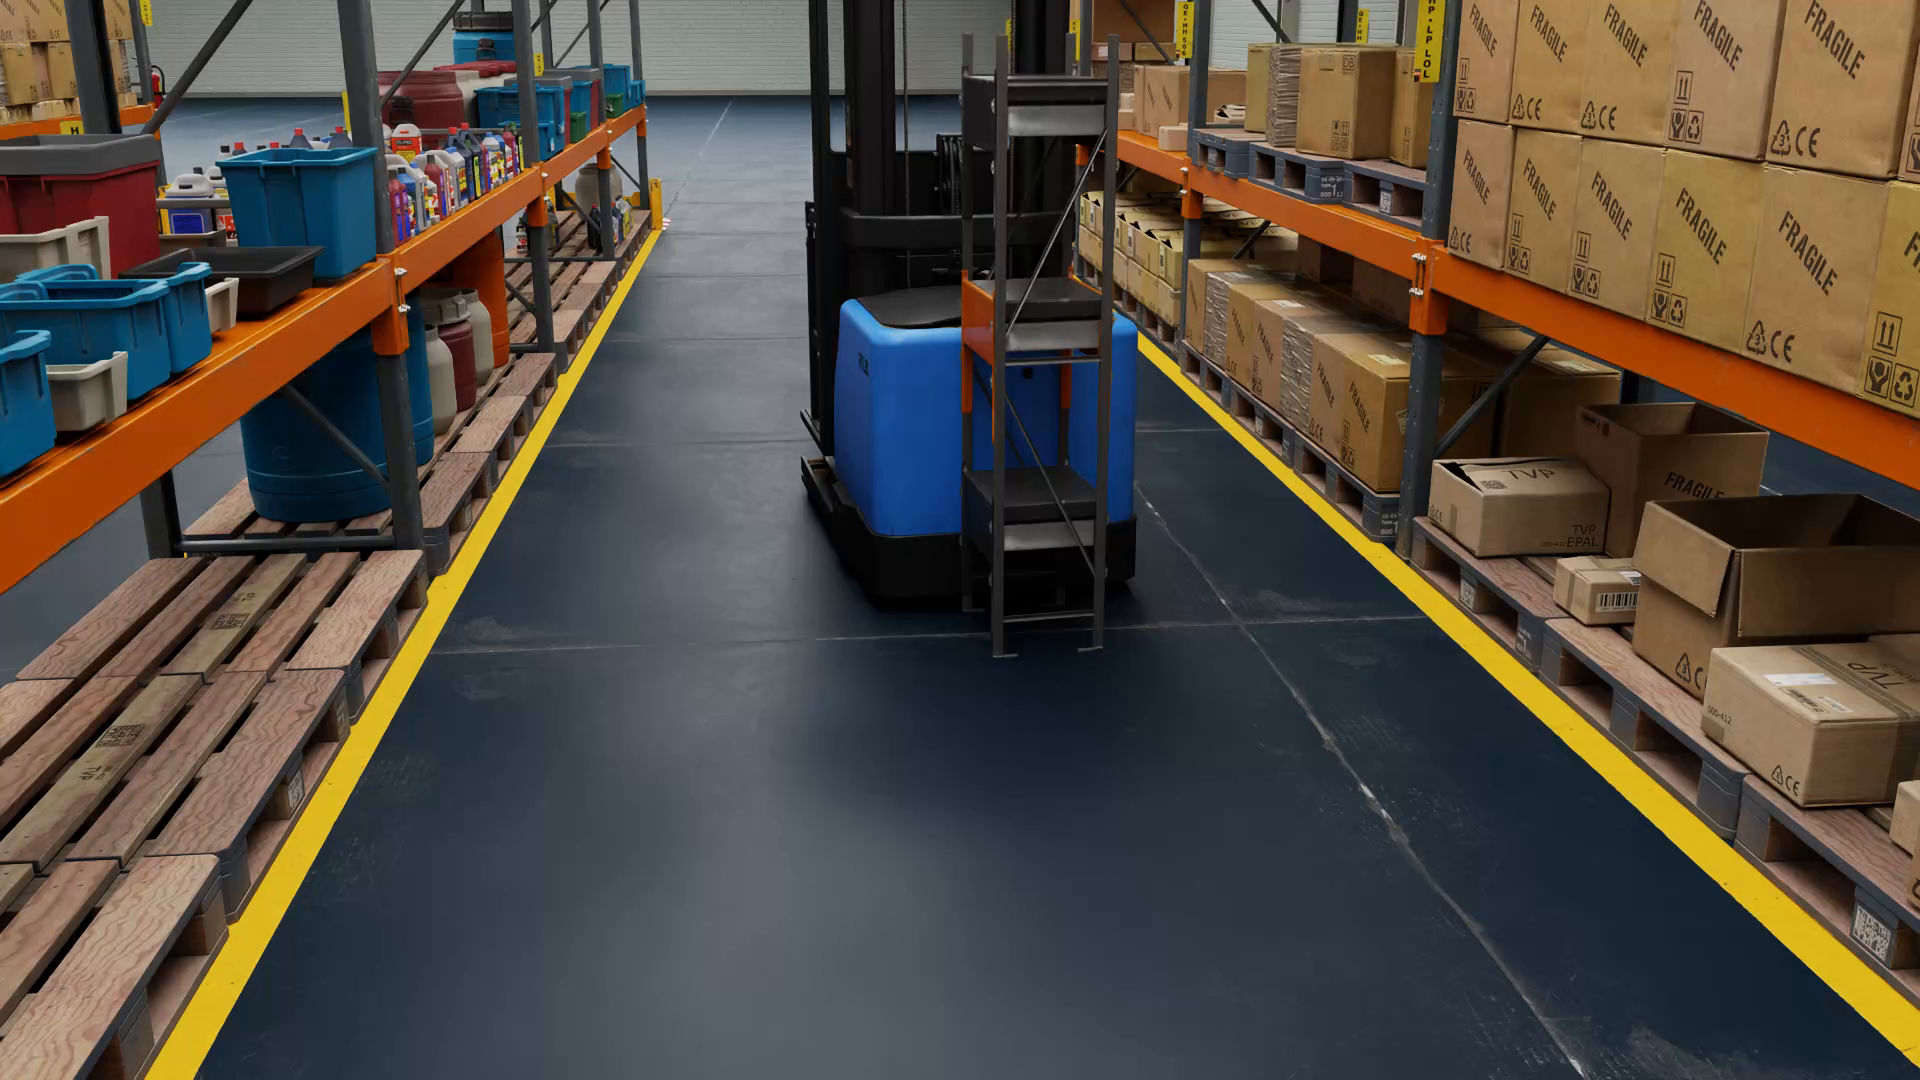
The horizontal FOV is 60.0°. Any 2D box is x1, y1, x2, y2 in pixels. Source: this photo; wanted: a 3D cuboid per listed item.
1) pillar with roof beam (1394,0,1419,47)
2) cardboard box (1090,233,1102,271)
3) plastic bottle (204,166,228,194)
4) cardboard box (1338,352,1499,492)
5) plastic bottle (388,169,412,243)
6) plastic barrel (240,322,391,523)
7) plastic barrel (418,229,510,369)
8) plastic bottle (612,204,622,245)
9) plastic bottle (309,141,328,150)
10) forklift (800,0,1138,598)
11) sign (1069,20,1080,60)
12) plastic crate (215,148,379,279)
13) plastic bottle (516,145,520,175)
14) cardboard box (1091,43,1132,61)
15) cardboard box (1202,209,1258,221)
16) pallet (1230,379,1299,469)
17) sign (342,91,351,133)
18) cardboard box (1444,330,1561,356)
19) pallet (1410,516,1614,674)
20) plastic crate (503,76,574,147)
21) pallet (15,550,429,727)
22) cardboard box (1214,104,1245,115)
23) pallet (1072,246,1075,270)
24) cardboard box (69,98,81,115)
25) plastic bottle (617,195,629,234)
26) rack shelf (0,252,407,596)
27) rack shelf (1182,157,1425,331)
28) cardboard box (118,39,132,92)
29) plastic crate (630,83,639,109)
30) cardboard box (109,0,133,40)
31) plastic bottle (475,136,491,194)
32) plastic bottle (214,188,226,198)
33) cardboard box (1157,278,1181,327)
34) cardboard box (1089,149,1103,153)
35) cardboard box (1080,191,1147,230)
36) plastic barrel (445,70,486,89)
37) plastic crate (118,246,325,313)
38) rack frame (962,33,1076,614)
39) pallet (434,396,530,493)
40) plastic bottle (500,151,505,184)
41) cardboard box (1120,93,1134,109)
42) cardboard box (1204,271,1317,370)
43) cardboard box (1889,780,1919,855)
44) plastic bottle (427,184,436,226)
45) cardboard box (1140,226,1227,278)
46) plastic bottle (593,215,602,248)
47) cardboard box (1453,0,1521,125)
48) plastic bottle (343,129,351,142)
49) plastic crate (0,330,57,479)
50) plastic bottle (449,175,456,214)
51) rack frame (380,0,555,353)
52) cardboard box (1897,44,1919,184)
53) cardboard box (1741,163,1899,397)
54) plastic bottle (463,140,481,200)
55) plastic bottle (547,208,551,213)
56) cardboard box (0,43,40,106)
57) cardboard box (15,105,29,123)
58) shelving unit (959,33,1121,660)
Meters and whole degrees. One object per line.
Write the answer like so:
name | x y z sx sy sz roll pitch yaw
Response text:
pillar with roof beam | 2.051 -9.433 22.201 9.100 9.000 0.400 -2 18 -6
cardboard box | 1.351 -2.361 13.578 0.500 0.250 0.500 -1 17 -4
plastic bottle | -2.997 -1.374 6.753 0.152 0.276 0.135 -2 18 -6
cardboard box | 1.994 -0.524 7.278 0.500 0.500 0.500 -2 18 -6
plastic bottle | -2.225 -1.324 6.580 0.061 0.283 0.133 -2 18 -6
plastic barrel | -2.637 -0.579 6.815 0.600 0.901 0.708 -2 18 -6
plastic barrel | -2.943 -1.428 9.641 0.600 0.830 0.708 -2 18 -6
plastic bottle | -3.093 -2.800 14.775 0.144 0.351 0.185 -1 17 -4
plastic bottle | -3.144 -1.797 8.102 0.152 0.276 0.135 -2 18 -6
forklift | -0.136 -1.582 7.324 1.130 2.935 3.031 -4 18 -12
sign | 0.953 -4.186 13.924 0.100 0.325 0.005 -2 18 -6
plastic crate | -2.210 -1.109 5.630 0.392 0.384 0.575 -2 18 -6
plastic bottle | -2.550 -2.172 9.418 0.097 0.201 0.097 0 17 0
cardboard box | 1.263 -4.184 14.246 0.380 0.149 0.250 -2 18 -6
cardboard box | 1.989 -2.343 12.586 0.500 0.311 0.500 -2 18 -6
pallet | 2.079 -0.644 8.876 1.003 0.211 1.213 -2 18 -6
sign | -3.557 -2.468 9.756 0.100 0.325 0.005 -2 18 -6
cardboard box | 2.456 -0.696 7.826 0.500 0.500 0.500 -2 17 -5
pallet | 2.400 0.166 6.295 1.003 0.211 1.213 -2 18 -6
plastic crate | -2.872 -2.930 11.396 0.402 0.464 0.583 -2 18 -6
pallet | -2.483 0.331 5.769 1.003 0.211 1.213 -2 18 -6
cardboard box | 2.018 -2.791 11.207 0.500 0.311 0.500 -2 18 -6
pallet | 1.464 -2.660 15.298 1.003 0.211 1.213 -2 18 -6
cardboard box | -8.268 -3.997 15.321 0.380 0.149 0.250 -2 18 -6
plastic bottle | -3.176 -3.038 15.535 0.144 0.351 0.185 -1 17 -3
rack shelf | -2.391 -0.278 4.255 1.077 0.370 4.000 -2 18 -6
rack shelf | 2.123 -1.622 8.535 1.077 0.370 4.000 -2 18 -6
cardboard box | -8.732 -4.664 16.362 0.875 0.500 0.500 -2 18 -6
plastic crate | -3.425 -4.388 16.394 0.499 0.251 0.408 -2 18 -6
cardboard box | -8.459 -5.150 16.239 0.500 0.500 0.500 -2 18 -6
plastic bottle | -2.426 -1.905 8.433 0.061 0.283 0.133 -2 18 -6
plastic bottle | -2.952 -1.305 6.658 0.097 0.201 0.097 0 17 0
cardboard box | 1.620 -1.598 11.150 0.500 0.250 0.500 -1 17 -4
cardboard box | 1.144 -3.428 15.727 0.500 0.500 0.500 -2 18 -6
cardboard box | 1.299 -2.778 13.970 0.500 0.311 0.500 -2 18 -5
plastic barrel | -3.372 -2.887 11.180 0.421 0.512 0.421 0 17 0
plastic crate | -2.215 -0.789 5.042 0.437 0.125 0.590 -2 18 -6
rack frame | 0.205 -0.739 6.024 0.400 2.100 0.015 -4 18 -12
pallet | -2.765 -0.482 8.360 1.003 0.211 1.213 -2 18 -6
plastic bottle | -2.496 -2.016 8.922 0.097 0.201 0.097 0 17 0
cardboard box | 1.599 -3.536 13.681 0.500 0.250 0.500 -1 17 -2
cardboard box | 1.739 -1.278 9.678 0.500 0.500 0.500 -2 18 -8
cardboard box | 2.489 0.687 3.977 0.380 0.166 0.250 -2 18 -6
plastic bottle | -2.299 -1.445 7.105 0.097 0.201 0.097 0 17 0
cardboard box | 1.558 -2.020 11.556 0.500 0.311 0.500 -2 18 -6
plastic bottle | -3.186 -2.715 14.617 0.061 0.283 0.133 -2 18 -6
cardboard box | 2.098 -1.745 5.890 0.500 0.500 0.500 -1 17 -4
plastic bottle | -3.271 -2.035 8.846 0.061 0.283 0.133 -2 18 -6
plastic crate | -1.951 -0.254 3.157 0.416 0.233 0.300 -2 18 -6
plastic bottle | -2.347 -1.583 7.544 0.097 0.201 0.097 0 17 0
rack frame | -3.010 -2.409 9.842 1.000 3.000 0.127 -2 18 -6
cardboard box | 2.370 -0.977 3.444 0.500 0.500 0.500 -1 17 -4
cardboard box | 2.322 -0.653 4.083 0.500 0.500 0.500 -2 18 -5
plastic bottle | -2.393 -1.810 8.131 0.061 0.283 0.133 -2 18 -6
plastic bottle | -3.730 -2.862 15.085 0.061 0.283 0.133 -2 18 -6
cardboard box | -8.351 -3.923 14.002 0.875 0.500 0.500 -2 18 -6
cardboard box | -8.174 -3.624 14.131 0.380 0.149 0.250 -2 18 -6
shelving unit | 0.258 -0.667 5.797 0.431 2.100 0.503 -4 18 -12
